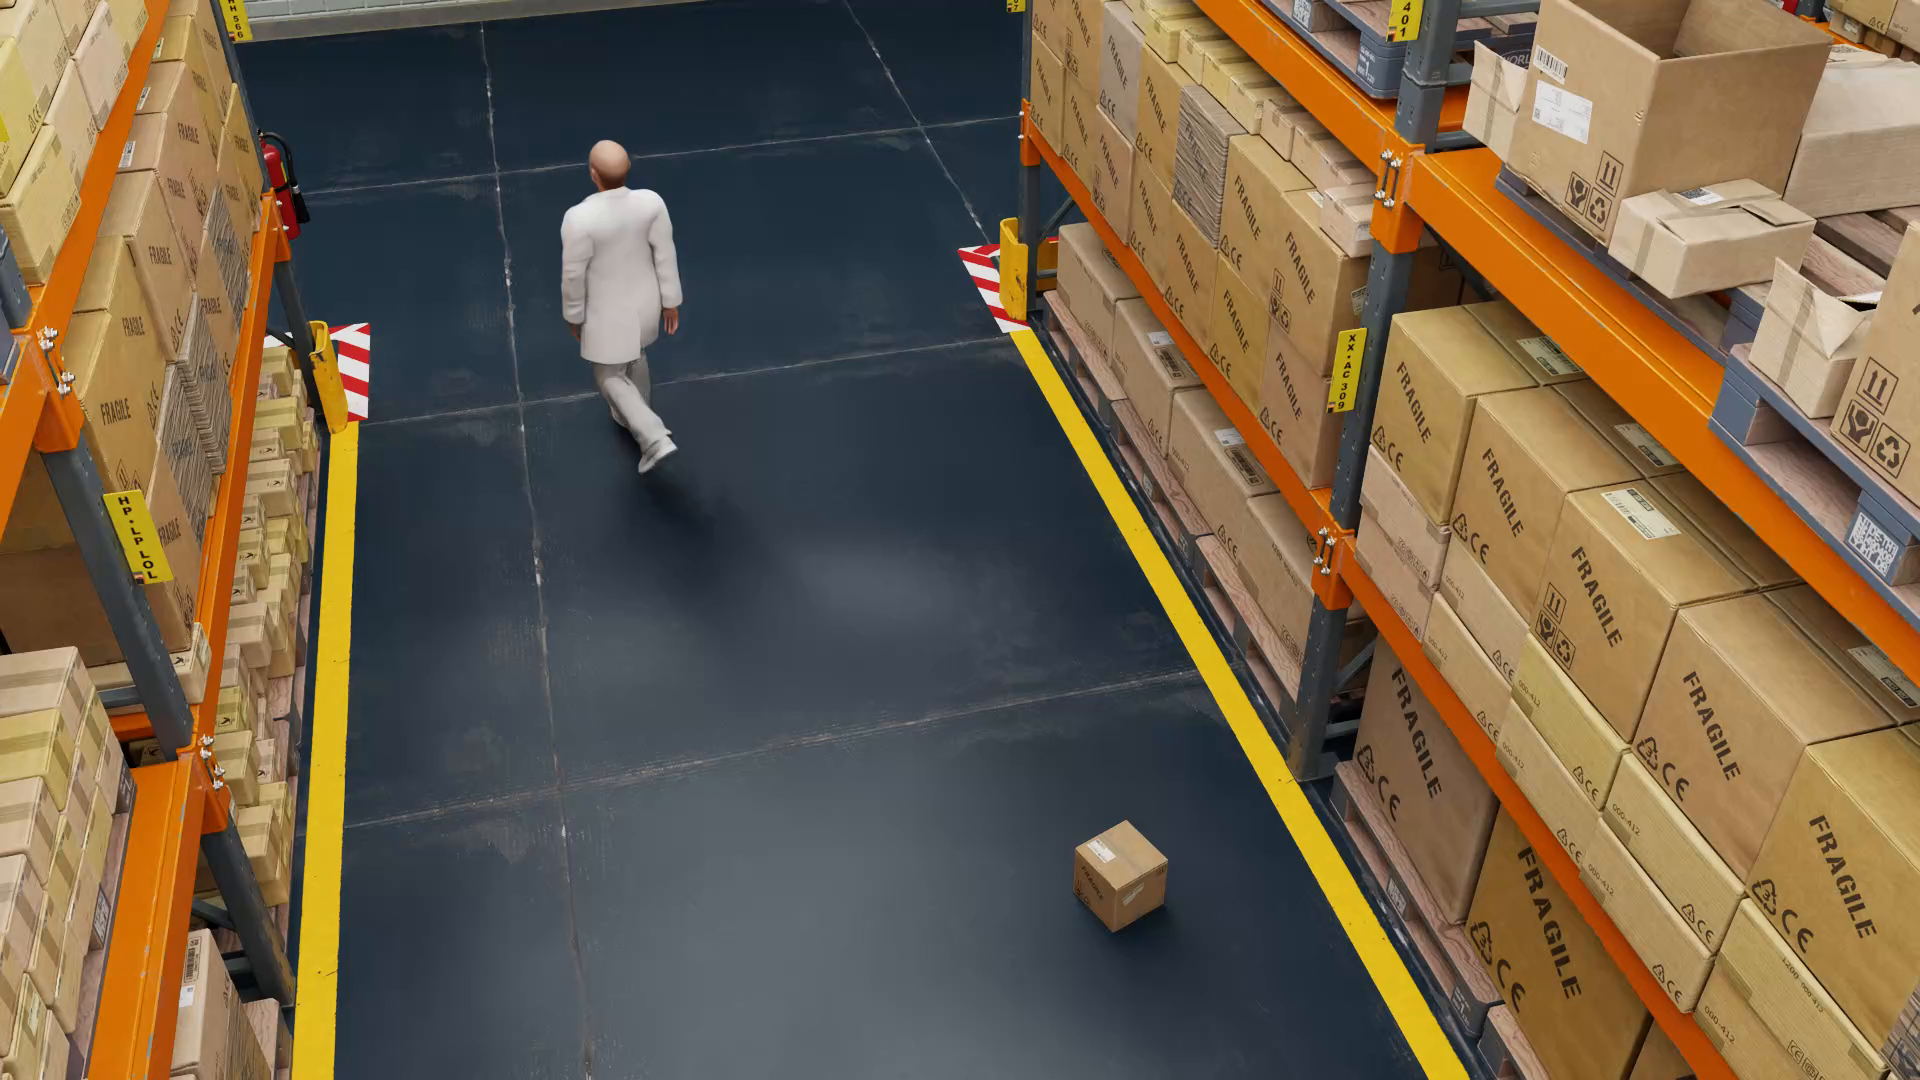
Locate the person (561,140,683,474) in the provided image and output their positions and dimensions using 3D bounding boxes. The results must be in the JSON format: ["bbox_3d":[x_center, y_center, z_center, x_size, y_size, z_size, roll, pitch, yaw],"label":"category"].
[{"bbox_3d":[-1.651,-1.140,8.189,0.577,1.743,0.905,-25,44,-29],"label":"person"}]
